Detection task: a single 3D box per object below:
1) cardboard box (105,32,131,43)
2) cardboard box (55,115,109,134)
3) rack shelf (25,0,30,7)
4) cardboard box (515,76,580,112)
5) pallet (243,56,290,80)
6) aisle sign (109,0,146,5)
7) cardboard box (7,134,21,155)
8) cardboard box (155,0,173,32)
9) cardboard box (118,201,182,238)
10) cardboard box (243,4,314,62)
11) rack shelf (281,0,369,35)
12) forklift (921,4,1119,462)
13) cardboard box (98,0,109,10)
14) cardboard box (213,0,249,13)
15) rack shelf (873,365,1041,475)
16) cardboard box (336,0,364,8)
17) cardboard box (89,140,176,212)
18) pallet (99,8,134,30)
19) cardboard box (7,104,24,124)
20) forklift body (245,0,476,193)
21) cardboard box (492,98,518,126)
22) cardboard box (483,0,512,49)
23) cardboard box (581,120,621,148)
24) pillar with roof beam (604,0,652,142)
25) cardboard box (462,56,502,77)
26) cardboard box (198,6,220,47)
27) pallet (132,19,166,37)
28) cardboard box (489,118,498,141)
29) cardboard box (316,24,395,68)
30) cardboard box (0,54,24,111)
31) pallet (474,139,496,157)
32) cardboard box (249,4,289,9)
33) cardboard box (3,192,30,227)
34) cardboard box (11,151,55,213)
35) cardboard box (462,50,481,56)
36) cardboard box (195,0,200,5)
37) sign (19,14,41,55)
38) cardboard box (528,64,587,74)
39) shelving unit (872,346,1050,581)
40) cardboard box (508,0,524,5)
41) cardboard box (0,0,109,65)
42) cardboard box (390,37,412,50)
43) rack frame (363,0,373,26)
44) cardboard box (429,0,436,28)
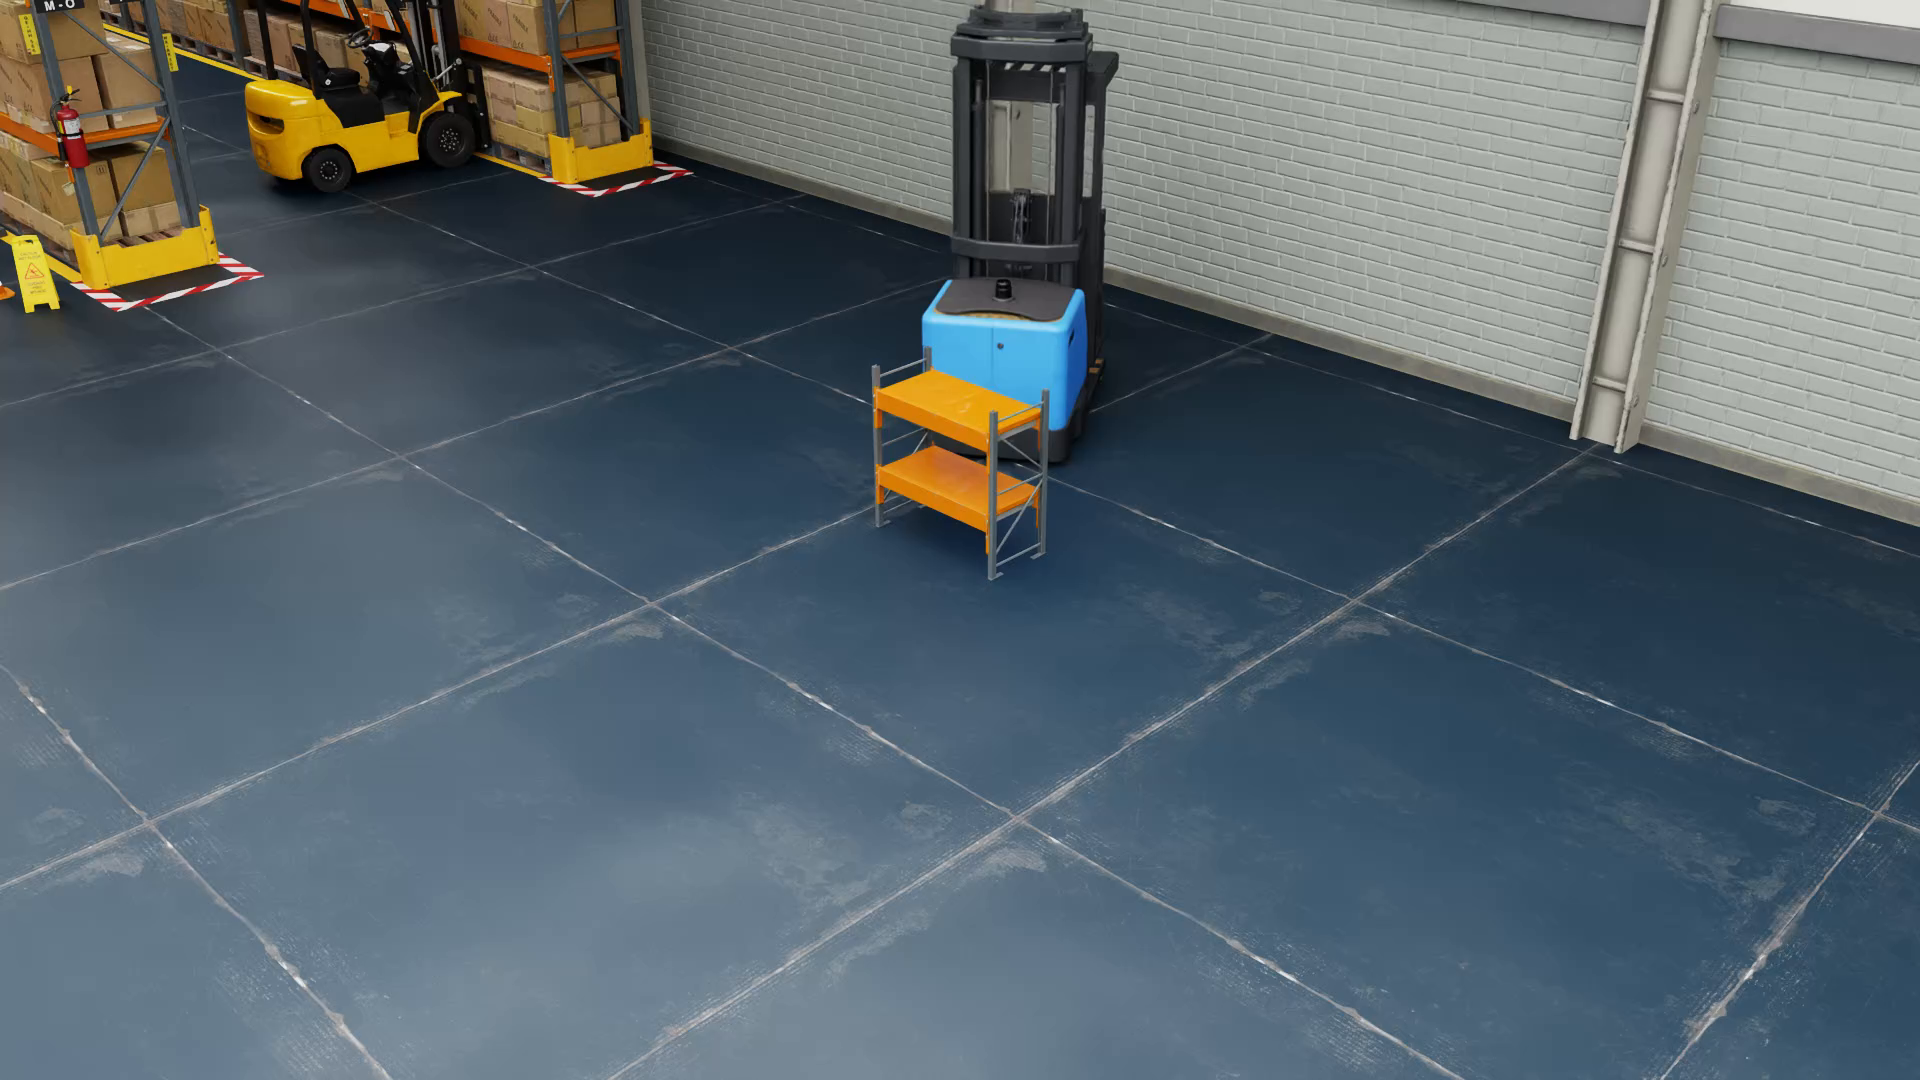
[{"bbox_3d":[-7.982,-4.393,15.447,0.500,0.500,0.500,-24,36,-38],"label":"cardboard box"},{"bbox_3d":[-7.883,-3.742,14.907,0.380,0.149,0.250,-24,36,-38],"label":"cardboard box"},{"bbox_3d":[-8.893,-5.464,15.461,4.000,0.370,1.077,25,36,38],"label":"rack shelf"},{"bbox_3d":[-4.536,-4.909,18.285,0.500,0.250,0.500,-24,36,-38],"label":"cardboard box"},{"bbox_3d":[-9.134,-6.545,22.964,1.213,0.211,1.003,25,36,38],"label":"pallet"},{"bbox_3d":[-7.205,-5.035,14.303,0.004,0.787,0.394,25,36,38],"label":"aisle sign"},{"bbox_3d":[-8.707,-3.745,15.644,0.380,0.149,0.250,-25,36,-38],"label":"cardboard box"},{"bbox_3d":[-11.620,-7.878,24.738,0.500,0.500,0.500,23,36,37],"label":"cardboard box"},{"bbox_3d":[-7.848,-3.126,15.968,0.500,0.250,0.500,24,36,38],"label":"cardboard box"},{"bbox_3d":[-9.259,-6.988,22.910,0.875,0.625,0.625,-24,36,-38],"label":"cardboard box"},{"bbox_3d":[-8.268,-7.090,21.777,4.000,0.370,1.077,25,36,38],"label":"rack shelf"},{"bbox_3d":[0.541,-2.507,12.362,1.130,2.935,3.031,6,28,11],"label":"forklift"},{"bbox_3d":[-13.404,-8.543,26.253,0.396,0.266,0.258,-24,36,-37],"label":"cardboard box"},{"bbox_3d":[-10.224,-7.505,23.330,0.250,0.149,0.380,23,35,36],"label":"cardboard box"},{"bbox_3d":[-0.005,-0.759,10.350,1.000,0.278,0.538,25,36,38],"label":"rack shelf"},{"bbox_3d":[-7.384,-6.767,20.551,0.500,0.250,0.500,-24,36,-38],"label":"cardboard box"},{"bbox_3d":[-7.865,-3.465,15.808,0.500,0.500,0.500,23,36,37],"label":"cardboard box"},{"bbox_3d":[-13.035,-8.356,26.408,1.213,0.211,1.003,25,36,38],"label":"pallet"},{"bbox_3d":[-8.514,-3.952,15.307,0.380,0.149,0.250,-25,36,-38],"label":"cardboard box"},{"bbox_3d":[-6.621,-5.088,18.109,1.214,2.155,2.313,25,36,38],"label":"forklift body"},{"bbox_3d":[-4.906,-4.863,18.735,0.500,0.250,0.500,24,36,38],"label":"cardboard box"},{"bbox_3d":[-4.888,-5.741,18.330,0.500,0.500,0.500,-24,36,-38],"label":"cardboard box"},{"bbox_3d":[-4.202,-4.645,18.857,0.500,0.250,0.500,25,37,39],"label":"cardboard box"},{"bbox_3d":[-6.872,-7.203,14.774,0.400,9.000,9.100,25,36,38],"label":"pillar with roof beam"},{"bbox_3d":[-5.627,-5.403,19.224,0.500,0.250,0.500,24,36,37],"label":"cardboard box"},{"bbox_3d":[-10.496,-7.374,23.778,0.500,0.500,0.500,24,36,38],"label":"cardboard box"},{"bbox_3d":[-11.940,-7.879,25.501,1.213,0.211,1.003,25,36,38],"label":"pallet"},{"bbox_3d":[-5.244,-4.800,19.151,0.500,0.250,0.500,-25,37,-39],"label":"cardboard box"},{"bbox_3d":[-7.770,-6.313,21.626,0.625,0.625,0.875,24,36,38],"label":"cardboard box"},{"bbox_3d":[-8.401,-4.229,15.135,0.500,0.500,0.500,25,36,38],"label":"cardboard box"},{"bbox_3d":[-5.430,-4.850,19.740,1.213,0.211,1.003,25,36,38],"label":"pallet"},{"bbox_3d":[-9.798,-7.371,23.773,0.500,0.500,0.500,-24,36,-37],"label":"cardboard box"},{"bbox_3d":[-8.973,-3.286,16.273,0.500,0.250,0.500,23,35,37],"label":"cardboard box"},{"bbox_3d":[-8.595,-3.447,15.773,0.500,0.500,0.500,-24,36,-37],"label":"cardboard box"},{"bbox_3d":[-5.632,-5.741,19.867,0.500,0.250,0.500,25,37,39],"label":"cardboard box"},{"bbox_3d":[-10.753,-7.785,23.864,0.380,0.149,0.250,-24,36,-38],"label":"cardboard box"},{"bbox_3d":[-7.870,-4.277,14.070,0.005,0.325,0.100,25,36,38],"label":"sign"},{"bbox_3d":[-4.558,-5.243,18.921,0.500,0.250,0.500,25,36,38],"label":"cardboard box"},{"bbox_3d":[-0.005,-0.500,10.486,1.048,1.125,0.538,25,36,38],"label":"shelving unit"},{"bbox_3d":[-4.636,-5.876,17.890,0.380,0.149,0.250,-25,36,-38],"label":"cardboard box"},{"bbox_3d":[-7.984,-4.515,14.605,0.500,0.500,0.700,24,36,37],"label":"cardboard box"},{"bbox_3d":[-6.717,-5.905,20.180,0.500,0.250,0.500,24,36,38],"label":"cardboard box"},{"bbox_3d":[-6.842,-6.756,20.368,0.127,3.000,1.000,25,36,38],"label":"rack frame"},{"bbox_3d":[-5.963,-6.239,19.279,0.500,0.500,0.500,24,36,38],"label":"cardboard box"}]
